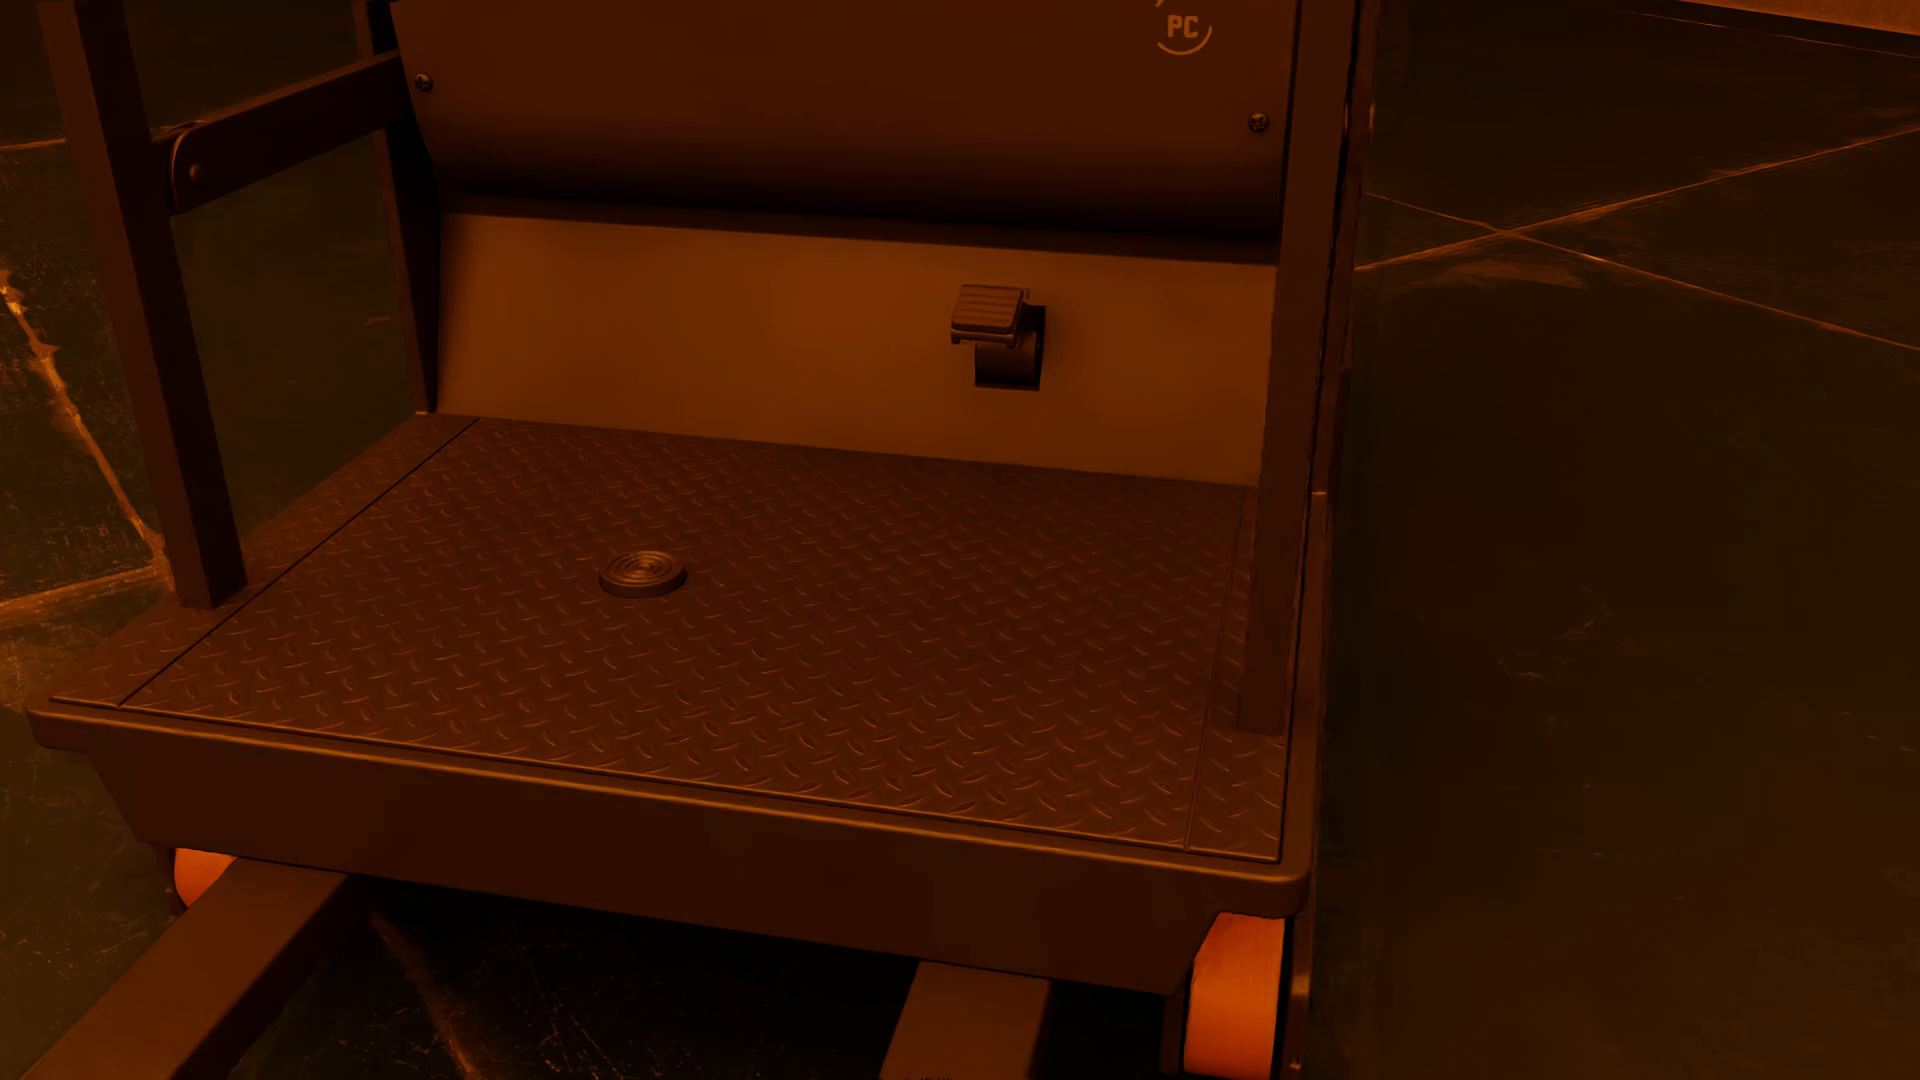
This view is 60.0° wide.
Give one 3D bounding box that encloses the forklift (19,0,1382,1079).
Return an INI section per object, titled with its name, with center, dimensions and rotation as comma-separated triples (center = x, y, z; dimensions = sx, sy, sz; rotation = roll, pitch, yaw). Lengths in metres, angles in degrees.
[forklift]
center = -0.173, -1.002, 1.229
dimensions = 1.130, 2.935, 3.031
rotation = 6, 27, 11
